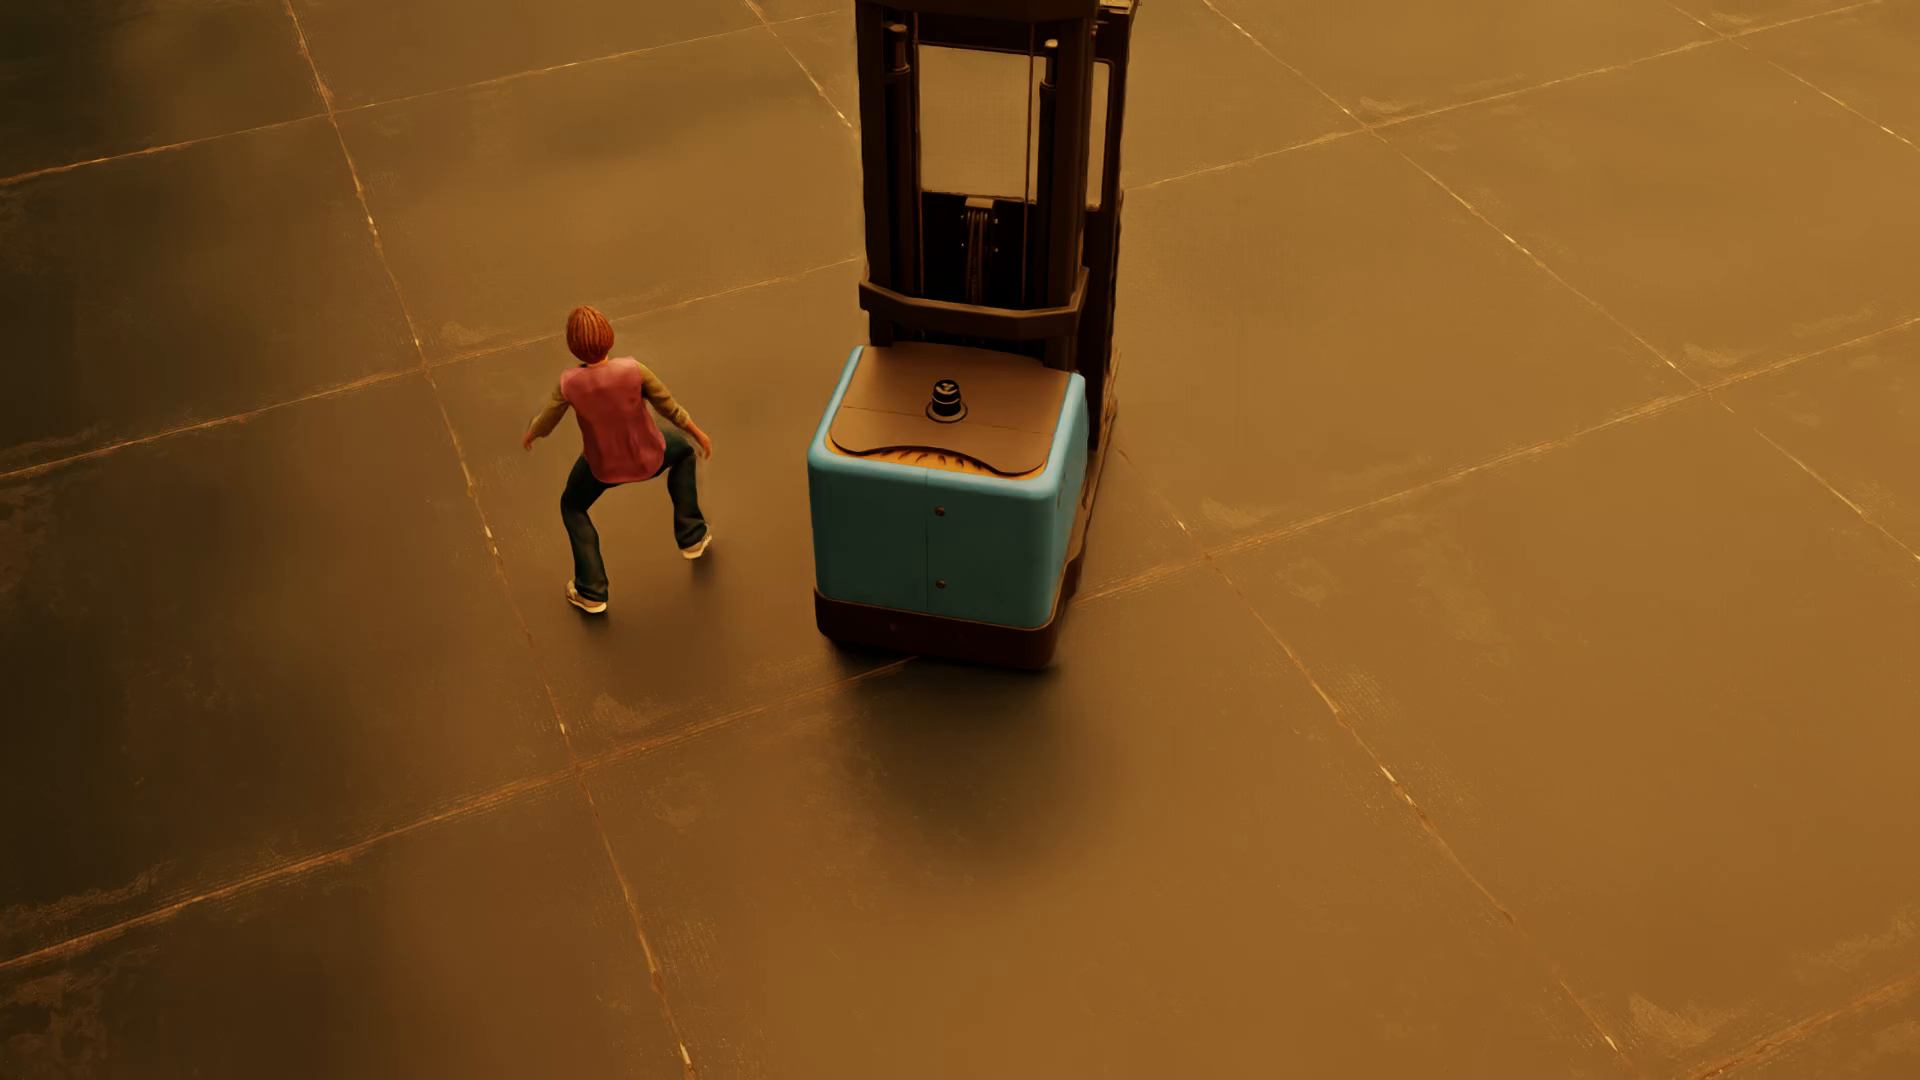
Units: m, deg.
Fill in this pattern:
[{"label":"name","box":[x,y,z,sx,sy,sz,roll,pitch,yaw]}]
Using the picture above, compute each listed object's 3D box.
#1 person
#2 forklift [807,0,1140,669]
[{"label":"person","box":[-1.485,-0.396,7.190,0.803,1.482,0.562,-6,43,-7]},{"label":"forklift","box":[0.181,-1.536,7.326,1.130,2.935,3.031,8,44,9]}]
